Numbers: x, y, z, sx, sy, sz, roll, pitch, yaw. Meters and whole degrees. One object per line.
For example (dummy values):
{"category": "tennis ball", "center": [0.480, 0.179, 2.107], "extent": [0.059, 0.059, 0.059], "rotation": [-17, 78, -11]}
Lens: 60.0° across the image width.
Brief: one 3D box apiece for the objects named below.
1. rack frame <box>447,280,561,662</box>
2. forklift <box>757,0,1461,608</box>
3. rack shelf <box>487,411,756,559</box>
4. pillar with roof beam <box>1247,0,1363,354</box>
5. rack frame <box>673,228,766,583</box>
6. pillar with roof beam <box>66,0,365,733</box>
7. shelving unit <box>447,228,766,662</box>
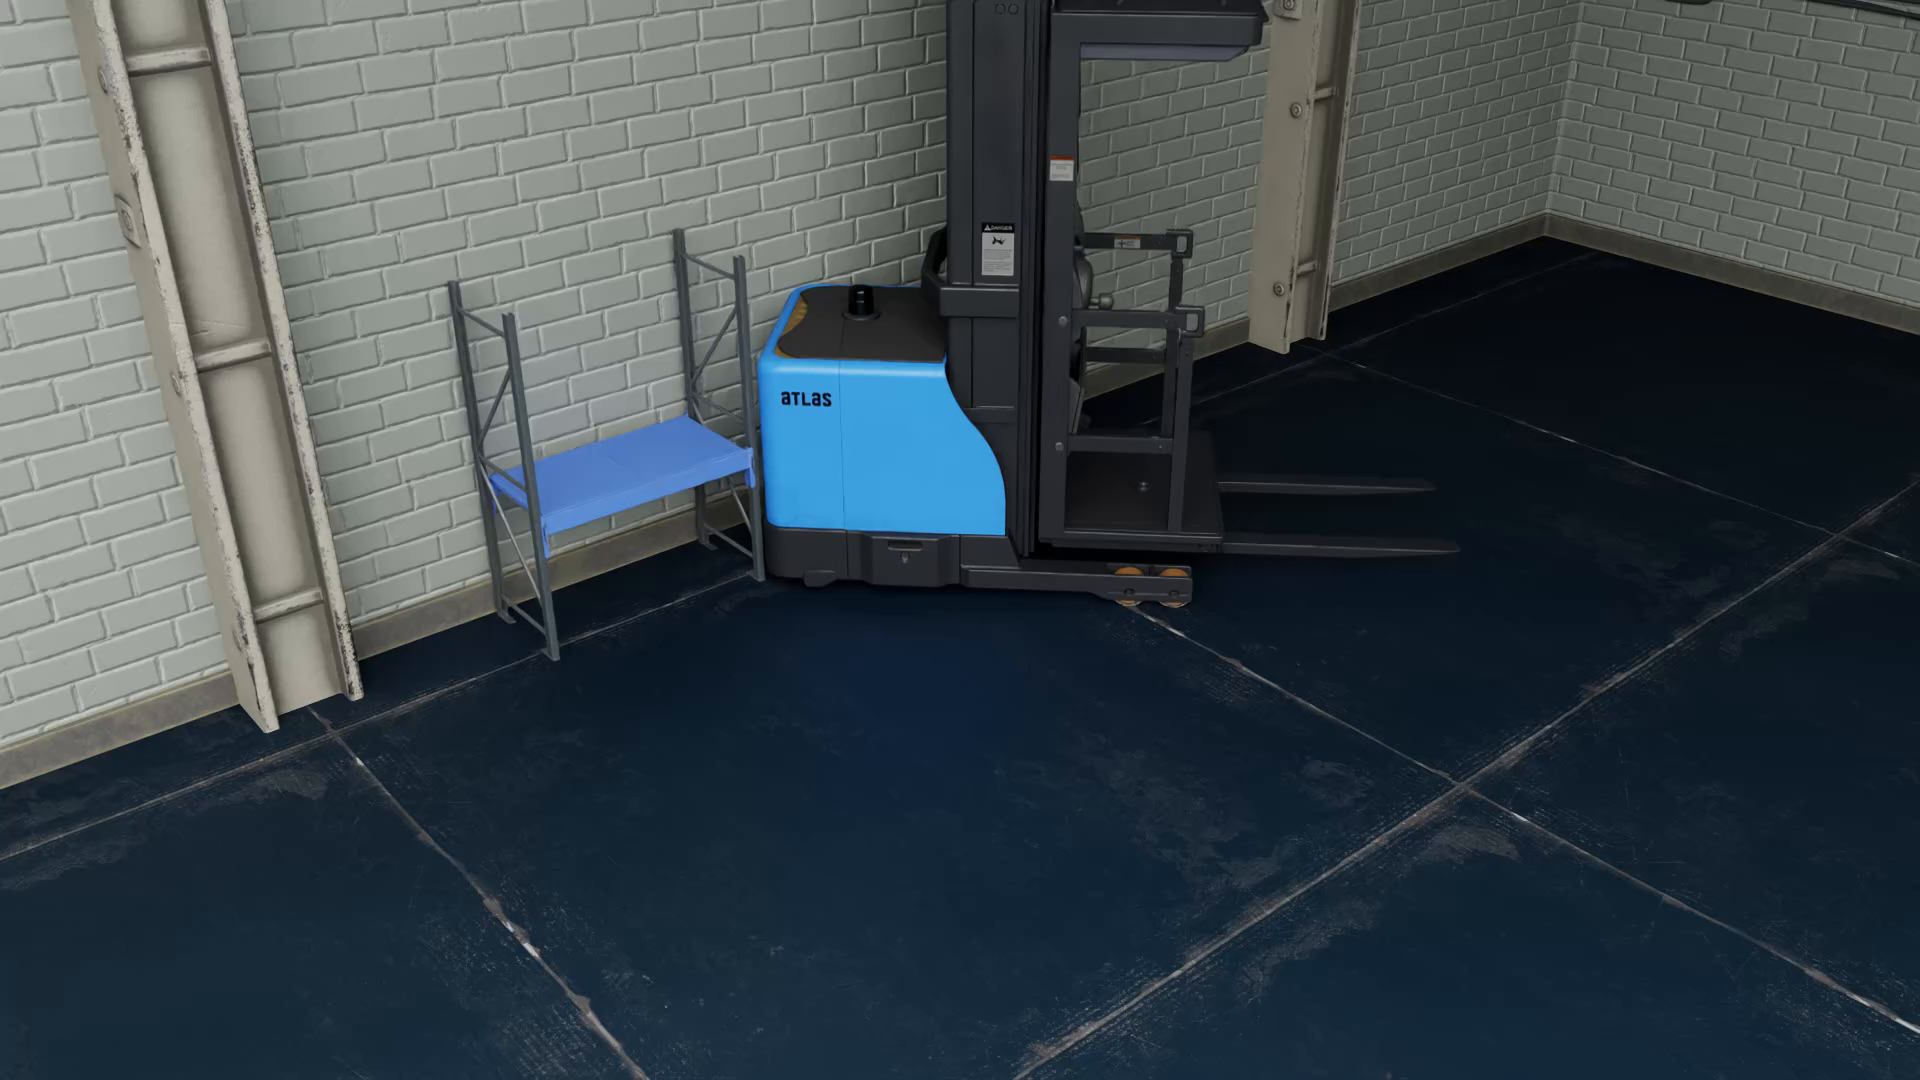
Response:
{"category": "rack frame", "center": [-1.815, -0.255, 6.636], "extent": [0.032, 1.500, 0.500], "rotation": [-22, 35, -35]}
{"category": "forklift", "center": [0.684, -1.260, 6.999], "extent": [3.031, 2.935, 1.130], "rotation": [2, 28, 4]}
{"category": "rack shelf", "center": [-1.428, -0.251, 7.011], "extent": [1.000, 0.185, 0.538], "rotation": [-22, 35, -35]}
{"category": "pillar with roof beam", "center": [4.752, -3.636, 5.005], "extent": [0.400, 9.000, 9.100], "rotation": [-22, 35, -35]}
{"category": "rack frame", "center": [-1.041, -0.566, 7.217], "extent": [0.032, 1.500, 0.500], "rotation": [-22, 35, -35]}
{"category": "pillar with roof beam", "center": [0.187, -1.800, 1.571], "extent": [0.400, 9.000, 9.100], "rotation": [-22, 35, -35]}
{"category": "shelving unit", "center": [-1.428, -0.410, 6.926], "extent": [1.048, 1.500, 0.538], "rotation": [-22, 35, -35]}
